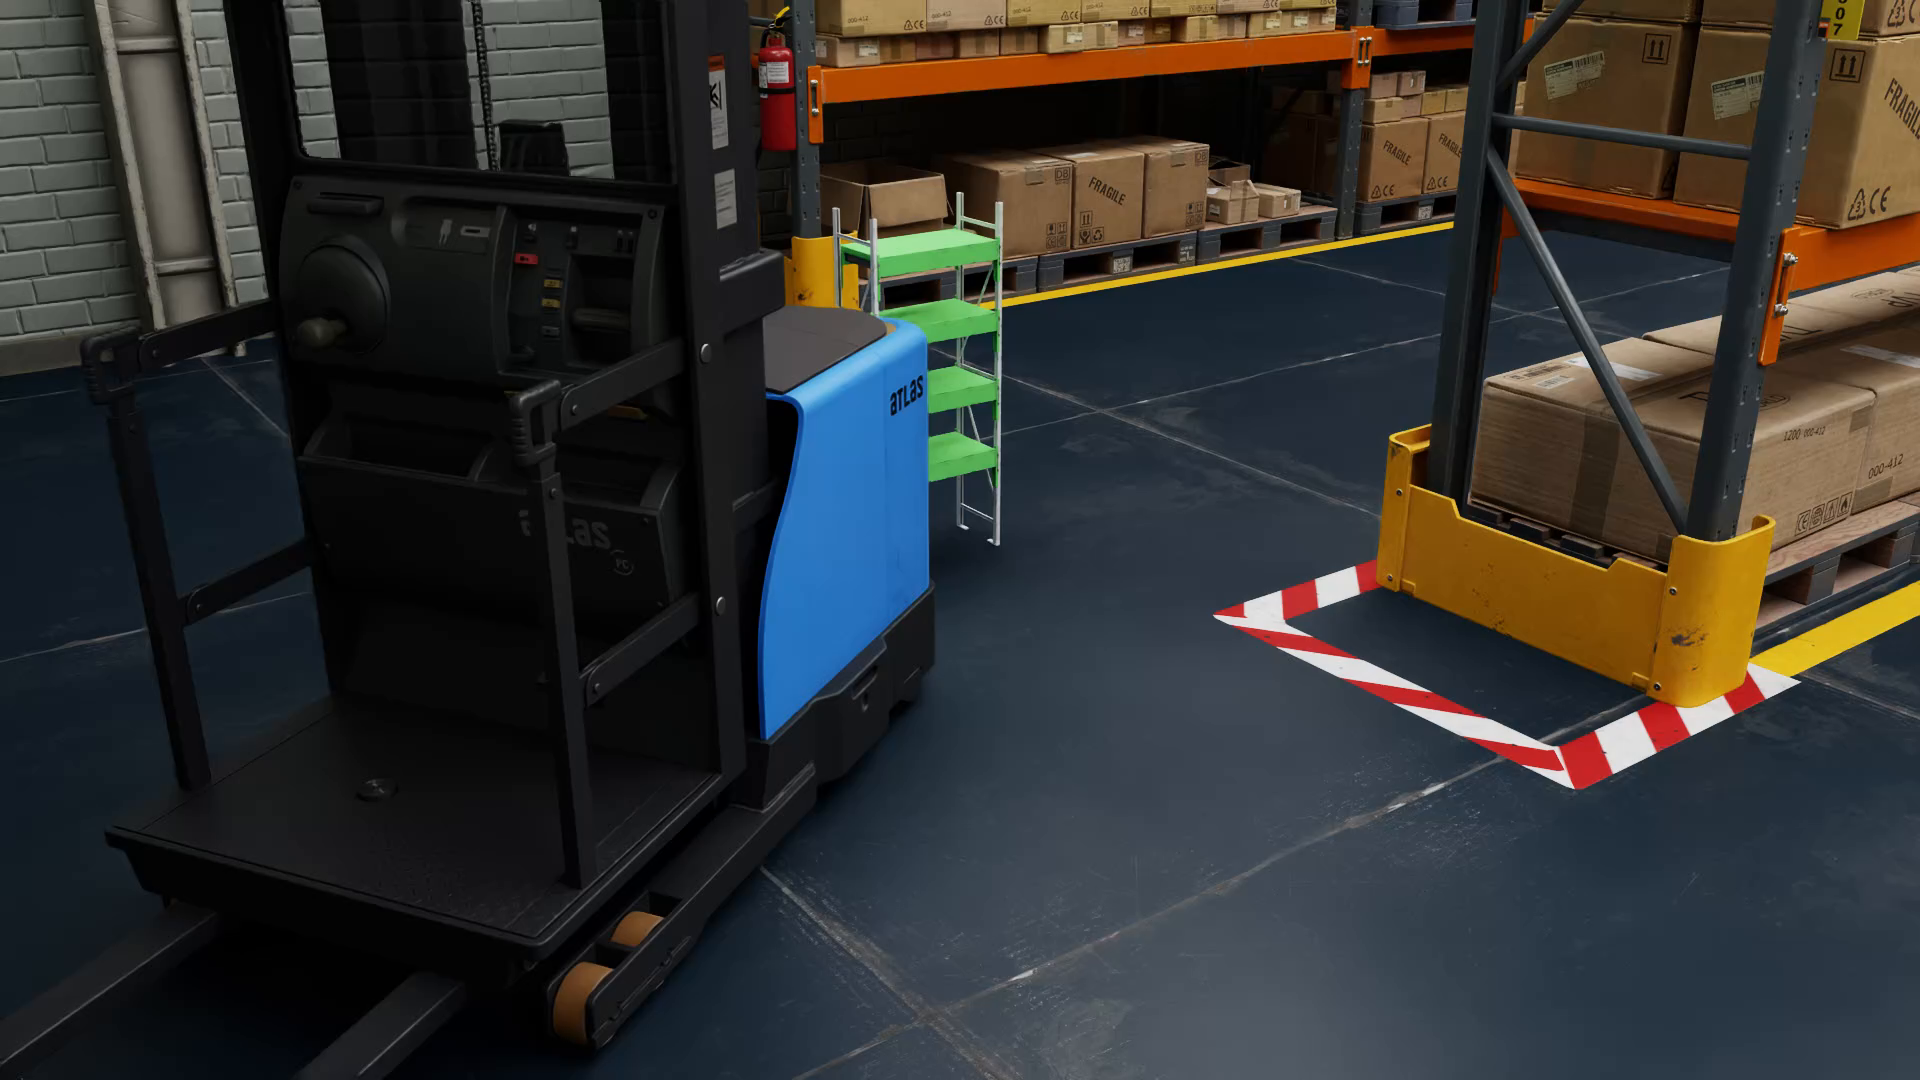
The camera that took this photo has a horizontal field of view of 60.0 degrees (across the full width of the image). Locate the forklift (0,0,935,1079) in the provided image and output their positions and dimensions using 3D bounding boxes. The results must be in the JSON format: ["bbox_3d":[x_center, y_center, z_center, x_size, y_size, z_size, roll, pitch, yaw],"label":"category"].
[{"bbox_3d":[-1.097,-0.519,3.243,1.130,2.935,3.031,9,23,20],"label":"forklift"}]

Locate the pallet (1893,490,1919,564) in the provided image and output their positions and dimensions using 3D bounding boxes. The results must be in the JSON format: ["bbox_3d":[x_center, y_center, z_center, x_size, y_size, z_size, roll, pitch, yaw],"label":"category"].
[{"bbox_3d":[3.454,-0.290,6.339,1.213,0.211,1.003,-15,26,-33],"label":"pallet"}]

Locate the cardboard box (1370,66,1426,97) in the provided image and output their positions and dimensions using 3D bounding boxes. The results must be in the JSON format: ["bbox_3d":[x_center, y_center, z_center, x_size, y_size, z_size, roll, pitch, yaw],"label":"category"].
[{"bbox_3d":[2.836,-3.026,10.963,0.250,0.149,0.380,-16,27,-35],"label":"cardboard box"}]

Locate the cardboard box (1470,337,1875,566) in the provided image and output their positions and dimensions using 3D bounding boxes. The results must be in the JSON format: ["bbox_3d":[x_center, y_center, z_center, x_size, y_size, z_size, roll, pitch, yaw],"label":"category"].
[{"bbox_3d":[2.339,-0.304,5.502,0.875,0.438,0.875,-16,27,-35],"label":"cardboard box"}]

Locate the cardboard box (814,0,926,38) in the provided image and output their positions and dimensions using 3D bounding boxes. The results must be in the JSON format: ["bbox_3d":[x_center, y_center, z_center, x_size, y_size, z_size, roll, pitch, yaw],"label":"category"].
[{"bbox_3d":[-0.515,-2.704,8.427,0.500,0.250,0.500,-15,26,-33],"label":"cardboard box"}]

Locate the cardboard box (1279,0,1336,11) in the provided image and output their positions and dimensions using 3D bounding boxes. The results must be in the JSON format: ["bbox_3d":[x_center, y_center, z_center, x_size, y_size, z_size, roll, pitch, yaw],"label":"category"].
[{"bbox_3d":[1.935,-3.369,10.094,0.500,0.250,0.500,-14,26,-32],"label":"cardboard box"}]

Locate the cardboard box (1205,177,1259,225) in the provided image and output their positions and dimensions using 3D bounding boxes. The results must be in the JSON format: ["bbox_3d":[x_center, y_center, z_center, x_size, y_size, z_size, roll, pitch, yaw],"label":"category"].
[{"bbox_3d":[1.636,-2.124,10.293,0.258,0.266,0.396,-14,26,-31],"label":"cardboard box"}]

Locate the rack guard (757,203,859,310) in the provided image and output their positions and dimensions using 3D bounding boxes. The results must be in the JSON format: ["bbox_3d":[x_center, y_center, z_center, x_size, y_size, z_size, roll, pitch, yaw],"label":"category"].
[{"bbox_3d":[-0.979,-1.474,8.916,0.348,0.500,1.175,-15,26,-33],"label":"rack guard"}]

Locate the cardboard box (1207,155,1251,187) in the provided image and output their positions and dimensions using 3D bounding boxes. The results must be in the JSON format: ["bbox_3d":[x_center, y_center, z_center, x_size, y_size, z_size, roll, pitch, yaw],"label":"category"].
[{"bbox_3d":[1.532,-2.359,10.822,0.500,0.311,0.500,-14,26,-31],"label":"cardboard box"}]

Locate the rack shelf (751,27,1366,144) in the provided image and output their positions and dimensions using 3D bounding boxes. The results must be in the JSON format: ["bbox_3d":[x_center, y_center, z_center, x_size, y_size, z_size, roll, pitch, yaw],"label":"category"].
[{"bbox_3d":[0.583,-2.718,9.630,4.000,0.370,1.077,-15,26,-33],"label":"rack shelf"}]

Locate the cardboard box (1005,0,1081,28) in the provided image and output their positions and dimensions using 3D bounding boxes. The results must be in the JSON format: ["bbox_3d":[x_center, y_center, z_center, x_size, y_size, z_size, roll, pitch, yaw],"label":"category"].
[{"bbox_3d":[0.304,-2.924,8.979,0.500,0.250,0.500,-16,26,-34],"label":"cardboard box"}]

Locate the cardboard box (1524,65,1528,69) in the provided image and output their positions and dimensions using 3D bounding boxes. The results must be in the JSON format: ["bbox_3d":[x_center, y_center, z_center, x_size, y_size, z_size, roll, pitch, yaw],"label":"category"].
[{"bbox_3d":[4.187,-3.508,12.572,0.250,0.149,0.380,-16,27,-35],"label":"cardboard box"}]

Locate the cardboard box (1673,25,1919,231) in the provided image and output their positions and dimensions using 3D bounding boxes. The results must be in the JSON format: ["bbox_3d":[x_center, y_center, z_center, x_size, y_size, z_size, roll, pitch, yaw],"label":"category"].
[{"bbox_3d":[2.419,-1.190,4.697,0.500,0.500,0.500,-15,26,-33],"label":"cardboard box"}]

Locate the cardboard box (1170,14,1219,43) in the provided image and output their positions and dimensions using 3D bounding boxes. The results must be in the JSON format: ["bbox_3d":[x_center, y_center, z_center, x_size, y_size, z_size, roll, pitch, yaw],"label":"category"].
[{"bbox_3d":[1.280,-2.984,9.666,0.250,0.149,0.380,-15,26,-34],"label":"cardboard box"}]

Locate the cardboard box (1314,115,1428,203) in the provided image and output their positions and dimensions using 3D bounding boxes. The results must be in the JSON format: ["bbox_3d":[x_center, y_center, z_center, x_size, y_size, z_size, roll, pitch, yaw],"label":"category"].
[{"bbox_3d":[2.730,-2.556,11.060,0.500,0.500,0.500,-14,25,-31],"label":"cardboard box"}]

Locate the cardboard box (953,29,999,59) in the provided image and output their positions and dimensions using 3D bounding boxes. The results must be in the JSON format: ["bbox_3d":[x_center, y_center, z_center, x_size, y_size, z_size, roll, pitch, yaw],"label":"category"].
[{"bbox_3d":[0.000,-2.663,8.862,0.250,0.149,0.380,-14,26,-31],"label":"cardboard box"}]

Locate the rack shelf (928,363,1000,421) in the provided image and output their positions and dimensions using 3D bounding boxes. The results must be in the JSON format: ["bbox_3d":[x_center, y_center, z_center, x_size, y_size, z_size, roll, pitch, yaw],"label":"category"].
[{"bbox_3d":[-0.134,-0.462,5.608,0.480,0.148,0.258,-15,26,-33],"label":"rack shelf"}]

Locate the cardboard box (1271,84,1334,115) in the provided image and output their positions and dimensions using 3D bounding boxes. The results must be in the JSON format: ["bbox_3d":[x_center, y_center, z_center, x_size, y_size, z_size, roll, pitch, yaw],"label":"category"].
[{"bbox_3d":[2.337,-2.986,11.264,0.250,0.149,0.380,-16,27,-35],"label":"cardboard box"}]

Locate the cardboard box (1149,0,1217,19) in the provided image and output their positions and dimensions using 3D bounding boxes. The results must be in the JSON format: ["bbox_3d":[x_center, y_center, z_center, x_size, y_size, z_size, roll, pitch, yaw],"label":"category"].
[{"bbox_3d":[1.125,-3.153,9.551,0.500,0.250,0.500,-15,26,-33],"label":"cardboard box"}]

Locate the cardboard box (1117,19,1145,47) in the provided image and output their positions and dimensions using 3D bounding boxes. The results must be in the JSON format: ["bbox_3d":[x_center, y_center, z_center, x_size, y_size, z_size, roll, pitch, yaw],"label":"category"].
[{"bbox_3d":[0.832,-2.894,9.441,0.250,0.149,0.380,-15,26,-33],"label":"cardboard box"}]

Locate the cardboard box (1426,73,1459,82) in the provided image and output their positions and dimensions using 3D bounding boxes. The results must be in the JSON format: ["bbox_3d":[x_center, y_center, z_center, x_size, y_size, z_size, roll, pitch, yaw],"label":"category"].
[{"bbox_3d":[3.362,-3.279,11.998,0.250,0.149,0.380,-14,26,-32],"label":"cardboard box"}]

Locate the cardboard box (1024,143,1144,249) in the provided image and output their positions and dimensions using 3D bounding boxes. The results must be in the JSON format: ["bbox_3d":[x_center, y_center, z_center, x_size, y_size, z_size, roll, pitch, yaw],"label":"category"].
[{"bbox_3d":[0.715,-2.014,9.703,0.500,0.500,0.500,-14,26,-32],"label":"cardboard box"}]

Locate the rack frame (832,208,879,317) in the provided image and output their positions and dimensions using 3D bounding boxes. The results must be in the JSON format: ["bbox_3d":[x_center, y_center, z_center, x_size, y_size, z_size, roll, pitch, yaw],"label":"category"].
[{"bbox_3d":[-0.332,-0.469,5.452,0.015,1.200,0.240,-15,26,-33],"label":"rack frame"}]

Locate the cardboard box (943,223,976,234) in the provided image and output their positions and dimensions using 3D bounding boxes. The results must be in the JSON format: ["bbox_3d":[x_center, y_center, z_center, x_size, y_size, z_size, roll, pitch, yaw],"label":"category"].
[{"bbox_3d":[-0.121,-1.674,9.324,0.250,0.149,0.380,-16,27,-35],"label":"cardboard box"}]

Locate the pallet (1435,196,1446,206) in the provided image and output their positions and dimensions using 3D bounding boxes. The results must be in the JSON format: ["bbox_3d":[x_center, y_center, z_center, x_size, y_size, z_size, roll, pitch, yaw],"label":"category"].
[{"bbox_3d":[3.836,-2.642,12.234,1.213,0.211,1.003,-15,26,-33],"label":"pallet"}]

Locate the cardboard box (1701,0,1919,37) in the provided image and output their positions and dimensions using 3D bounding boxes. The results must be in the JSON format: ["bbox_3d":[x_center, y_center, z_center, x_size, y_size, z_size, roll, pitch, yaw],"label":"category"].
[{"bbox_3d":[2.417,-1.655,4.513,0.500,0.500,0.500,-16,27,-34],"label":"cardboard box"}]

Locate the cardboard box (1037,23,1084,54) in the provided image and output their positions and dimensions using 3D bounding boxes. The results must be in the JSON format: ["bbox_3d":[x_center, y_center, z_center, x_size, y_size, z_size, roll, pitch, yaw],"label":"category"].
[{"bbox_3d":[0.461,-2.755,9.091,0.250,0.149,0.380,-16,27,-34],"label":"cardboard box"}]

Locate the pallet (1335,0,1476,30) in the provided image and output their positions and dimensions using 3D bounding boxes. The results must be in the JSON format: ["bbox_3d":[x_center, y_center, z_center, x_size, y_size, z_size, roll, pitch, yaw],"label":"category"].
[{"bbox_3d":[2.919,-3.536,10.968,1.213,0.211,1.003,-15,26,-33],"label":"pallet"}]

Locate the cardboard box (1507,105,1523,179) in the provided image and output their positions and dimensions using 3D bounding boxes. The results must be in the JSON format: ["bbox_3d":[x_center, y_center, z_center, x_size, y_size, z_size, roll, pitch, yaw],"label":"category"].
[{"bbox_3d":[3.565,-2.781,11.623,0.500,0.500,0.500,-16,27,-34],"label":"cardboard box"}]

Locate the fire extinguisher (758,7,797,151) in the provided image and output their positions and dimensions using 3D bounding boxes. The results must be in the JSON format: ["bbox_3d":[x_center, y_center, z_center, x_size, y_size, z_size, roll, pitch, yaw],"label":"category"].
[{"bbox_3d":[-0.890,-2.239,8.067,0.183,0.674,0.296,-15,26,-33],"label":"fire extinguisher"}]

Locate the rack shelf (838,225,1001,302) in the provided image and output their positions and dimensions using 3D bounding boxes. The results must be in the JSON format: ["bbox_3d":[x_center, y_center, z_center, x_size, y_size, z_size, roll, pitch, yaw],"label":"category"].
[{"bbox_3d":[-0.134,-0.908,5.430,0.480,0.148,0.258,-15,26,-33],"label":"rack shelf"}]

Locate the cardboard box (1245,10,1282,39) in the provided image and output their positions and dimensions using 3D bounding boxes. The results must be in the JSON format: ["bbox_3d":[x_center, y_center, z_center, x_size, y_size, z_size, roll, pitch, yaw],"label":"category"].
[{"bbox_3d":[1.699,-3.096,9.948,0.250,0.149,0.380,-14,26,-31],"label":"cardboard box"}]

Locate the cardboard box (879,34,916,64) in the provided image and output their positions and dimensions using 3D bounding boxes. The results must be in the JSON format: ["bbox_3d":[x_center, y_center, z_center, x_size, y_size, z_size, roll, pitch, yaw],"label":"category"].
[{"bbox_3d":[-0.434,-2.560,8.603,0.250,0.149,0.380,-14,26,-32],"label":"cardboard box"}]

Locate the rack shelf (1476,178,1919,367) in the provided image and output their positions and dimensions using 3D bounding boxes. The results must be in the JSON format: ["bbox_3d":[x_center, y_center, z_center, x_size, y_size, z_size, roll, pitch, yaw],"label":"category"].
[{"bbox_3d":[3.485,-1.225,5.890,4.000,0.370,1.077,-15,26,-33],"label":"rack shelf"}]

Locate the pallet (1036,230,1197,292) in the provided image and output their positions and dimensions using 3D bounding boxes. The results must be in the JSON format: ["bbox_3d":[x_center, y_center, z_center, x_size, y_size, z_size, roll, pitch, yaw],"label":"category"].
[{"bbox_3d":[0.657,-1.775,10.061,1.213,0.211,1.003,-15,26,-33],"label":"pallet"}]

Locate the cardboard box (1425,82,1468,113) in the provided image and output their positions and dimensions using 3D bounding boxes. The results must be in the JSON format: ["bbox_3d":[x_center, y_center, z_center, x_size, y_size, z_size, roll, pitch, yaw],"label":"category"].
[{"bbox_3d":[3.249,-3.023,11.356,0.250,0.149,0.380,-15,26,-34],"label":"cardboard box"}]

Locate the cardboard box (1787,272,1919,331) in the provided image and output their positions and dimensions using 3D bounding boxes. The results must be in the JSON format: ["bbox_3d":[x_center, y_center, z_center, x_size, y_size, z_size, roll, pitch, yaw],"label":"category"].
[{"bbox_3d":[3.810,-0.700,6.493,0.875,0.438,0.875,-16,27,-34],"label":"cardboard box"}]

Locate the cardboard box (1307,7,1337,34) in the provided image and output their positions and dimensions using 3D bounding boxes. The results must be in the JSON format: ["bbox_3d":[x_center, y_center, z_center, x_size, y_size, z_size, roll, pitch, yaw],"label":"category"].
[{"bbox_3d":[2.095,-3.223,10.265,0.250,0.149,0.380,-15,26,-32],"label":"cardboard box"}]

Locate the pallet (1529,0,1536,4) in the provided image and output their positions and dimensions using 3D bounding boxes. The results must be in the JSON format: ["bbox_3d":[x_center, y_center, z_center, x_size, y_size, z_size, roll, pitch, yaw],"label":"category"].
[{"bbox_3d":[4.944,-4.093,12.366,1.003,0.211,1.213,-15,26,-33],"label":"pallet"}]

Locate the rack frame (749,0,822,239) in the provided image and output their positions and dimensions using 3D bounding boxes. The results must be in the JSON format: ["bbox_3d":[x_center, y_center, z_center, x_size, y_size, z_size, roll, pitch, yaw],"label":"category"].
[{"bbox_3d":[-1.041,-2.619,8.412,0.127,3.000,1.000,-15,26,-33],"label":"rack frame"}]

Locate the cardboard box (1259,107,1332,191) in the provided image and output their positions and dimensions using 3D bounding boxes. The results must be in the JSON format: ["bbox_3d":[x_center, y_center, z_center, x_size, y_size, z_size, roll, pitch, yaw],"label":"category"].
[{"bbox_3d":[2.432,-2.714,11.456,0.500,0.500,0.500,-15,26,-33],"label":"cardboard box"}]

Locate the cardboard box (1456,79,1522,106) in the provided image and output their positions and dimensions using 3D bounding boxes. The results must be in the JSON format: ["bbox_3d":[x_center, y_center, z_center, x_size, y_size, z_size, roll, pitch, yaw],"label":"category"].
[{"bbox_3d":[3.676,-3.119,11.596,0.250,0.149,0.380,-14,26,-31],"label":"cardboard box"}]

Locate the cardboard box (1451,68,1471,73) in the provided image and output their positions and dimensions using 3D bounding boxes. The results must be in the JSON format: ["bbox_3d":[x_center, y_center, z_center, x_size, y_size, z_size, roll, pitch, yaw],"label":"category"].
[{"bbox_3d":[3.829,-3.371,12.227,0.250,0.149,0.380,-15,26,-33],"label":"cardboard box"}]

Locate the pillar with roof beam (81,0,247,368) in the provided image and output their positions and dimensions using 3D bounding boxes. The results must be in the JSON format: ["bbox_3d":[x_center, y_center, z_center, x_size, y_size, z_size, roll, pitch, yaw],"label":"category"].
[{"bbox_3d":[-1.242,-3.798,3.271,0.400,9.000,9.100,-15,26,-33],"label":"pillar with roof beam"}]

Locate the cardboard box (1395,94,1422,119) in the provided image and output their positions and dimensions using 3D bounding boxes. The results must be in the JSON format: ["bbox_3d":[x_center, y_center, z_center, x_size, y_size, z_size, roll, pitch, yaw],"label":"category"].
[{"bbox_3d":[2.832,-2.901,11.049,0.250,0.149,0.380,-16,27,-34],"label":"cardboard box"}]

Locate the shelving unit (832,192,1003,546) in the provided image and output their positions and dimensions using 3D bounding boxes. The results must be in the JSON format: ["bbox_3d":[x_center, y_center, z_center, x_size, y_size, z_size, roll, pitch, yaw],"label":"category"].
[{"bbox_3d":[-0.134,-0.521,5.584,0.503,1.200,0.258,-15,26,-33],"label":"shelving unit"}]

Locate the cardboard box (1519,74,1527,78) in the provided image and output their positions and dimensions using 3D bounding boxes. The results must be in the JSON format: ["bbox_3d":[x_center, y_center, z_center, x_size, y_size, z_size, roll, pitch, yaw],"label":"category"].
[{"bbox_3d":[4.108,-3.224,11.860,0.250,0.149,0.380,-16,27,-35],"label":"cardboard box"}]
